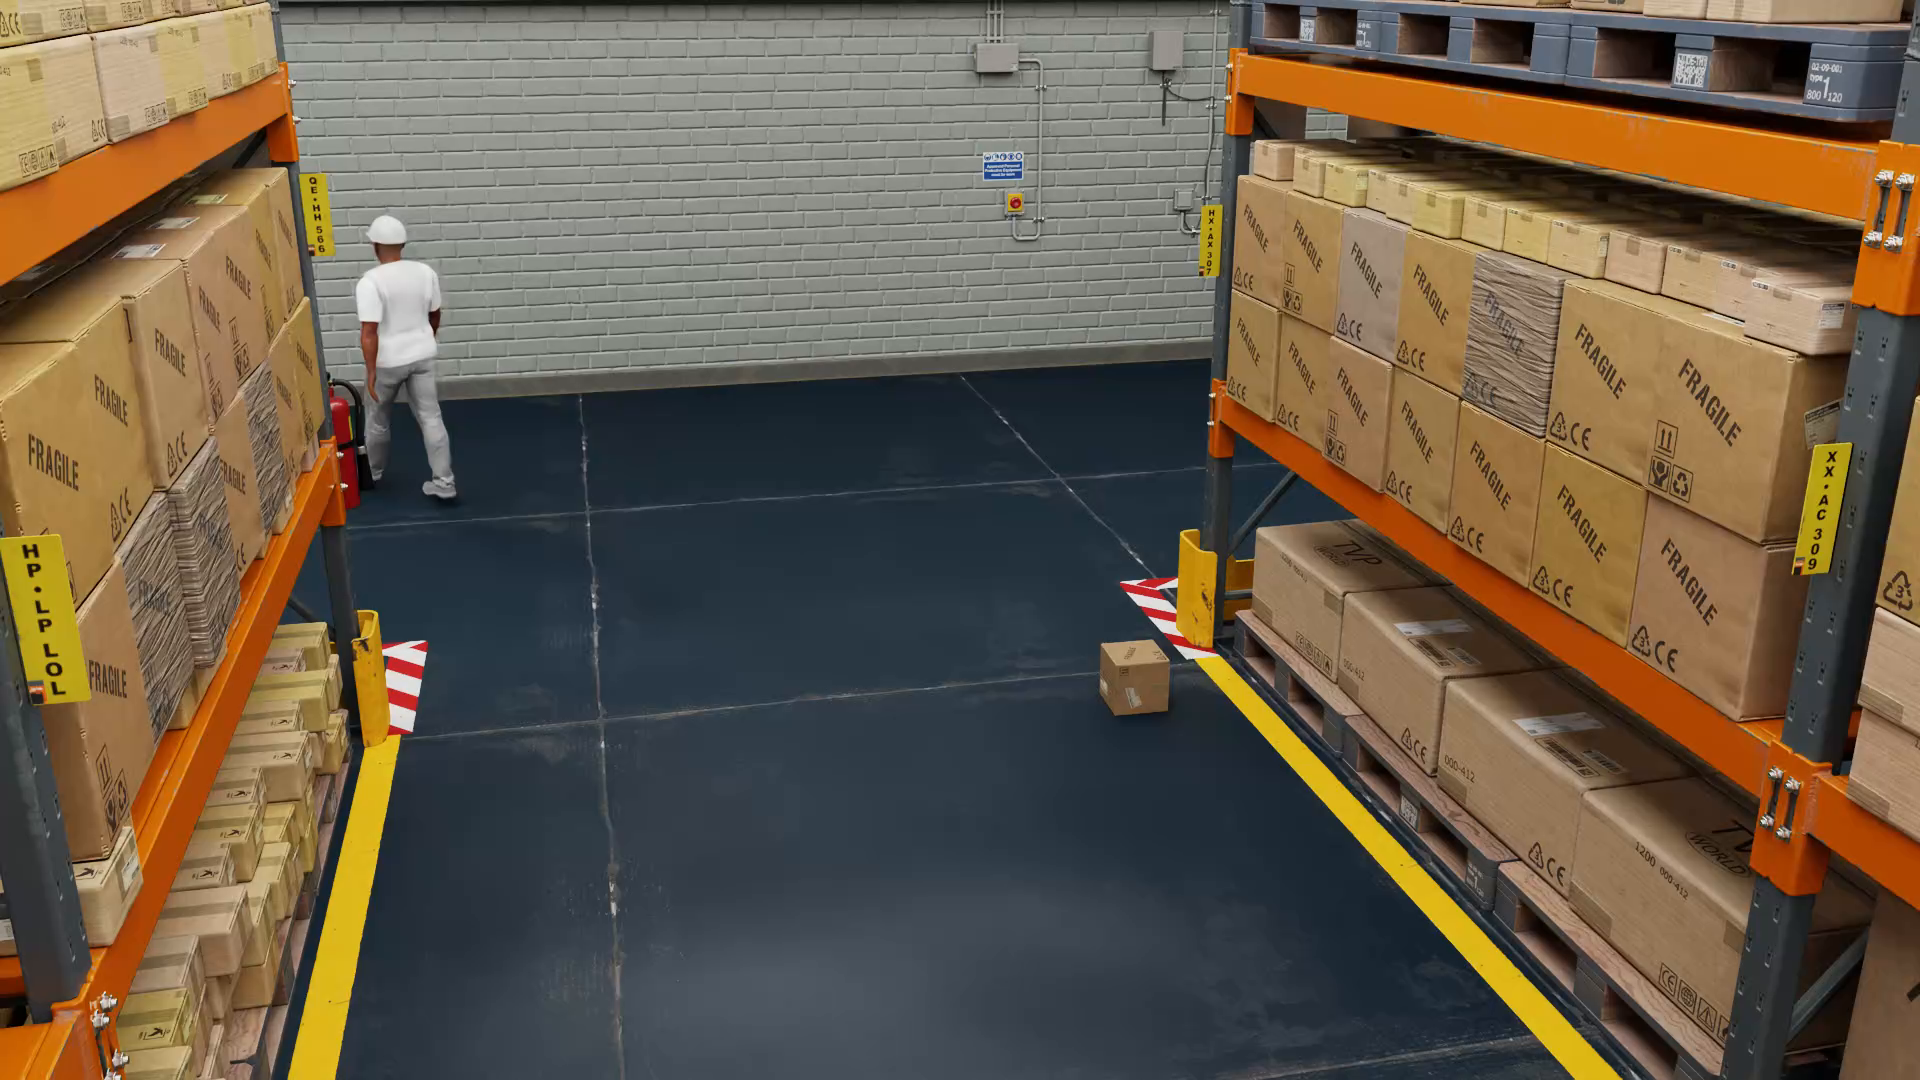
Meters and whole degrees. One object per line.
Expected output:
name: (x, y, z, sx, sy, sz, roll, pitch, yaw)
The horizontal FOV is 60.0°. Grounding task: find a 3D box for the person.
person: (-3.492, -1.157, 10.258, 0.589, 1.710, 0.993, -17, 26, -39)
